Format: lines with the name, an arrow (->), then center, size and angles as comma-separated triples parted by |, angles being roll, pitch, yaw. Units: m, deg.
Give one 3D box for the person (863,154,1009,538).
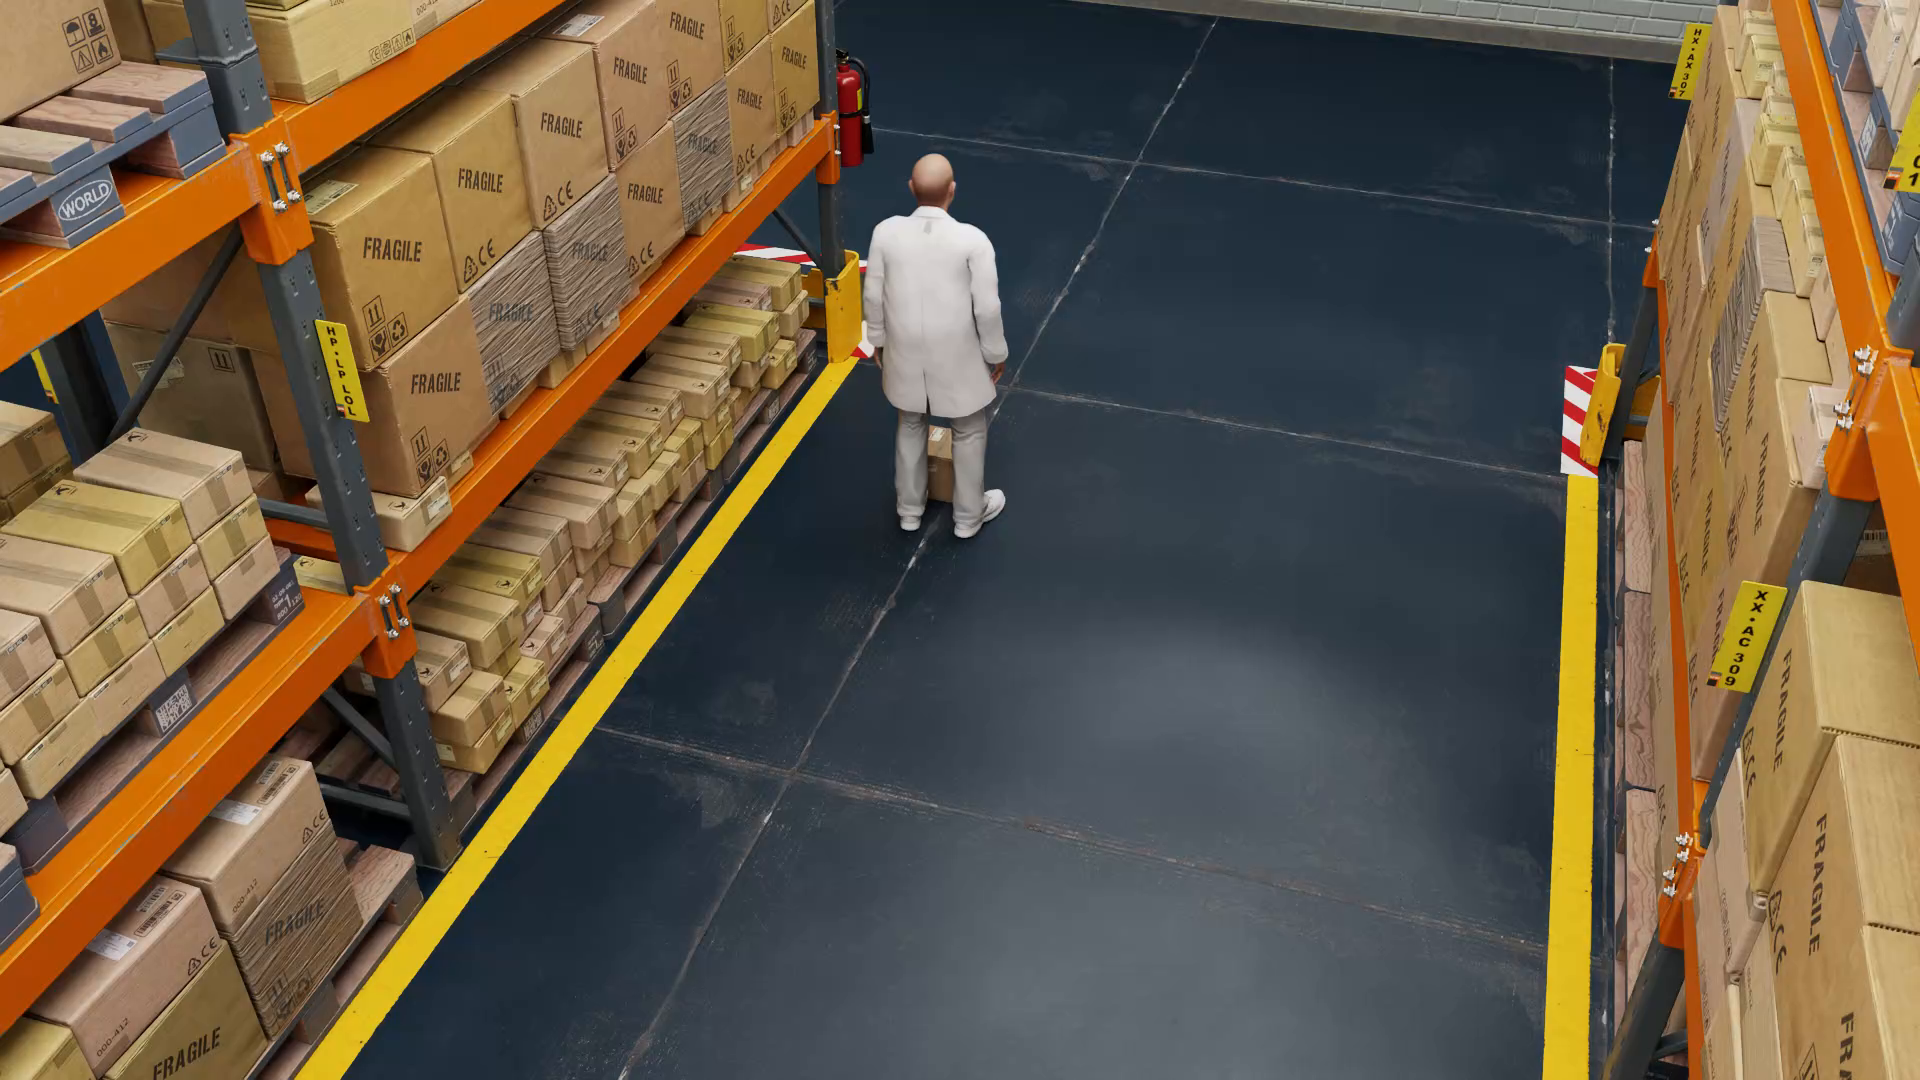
person -> -0.104, -0.826, 7.276 | 0.643, 1.775, 0.426 | 10, 38, 13
